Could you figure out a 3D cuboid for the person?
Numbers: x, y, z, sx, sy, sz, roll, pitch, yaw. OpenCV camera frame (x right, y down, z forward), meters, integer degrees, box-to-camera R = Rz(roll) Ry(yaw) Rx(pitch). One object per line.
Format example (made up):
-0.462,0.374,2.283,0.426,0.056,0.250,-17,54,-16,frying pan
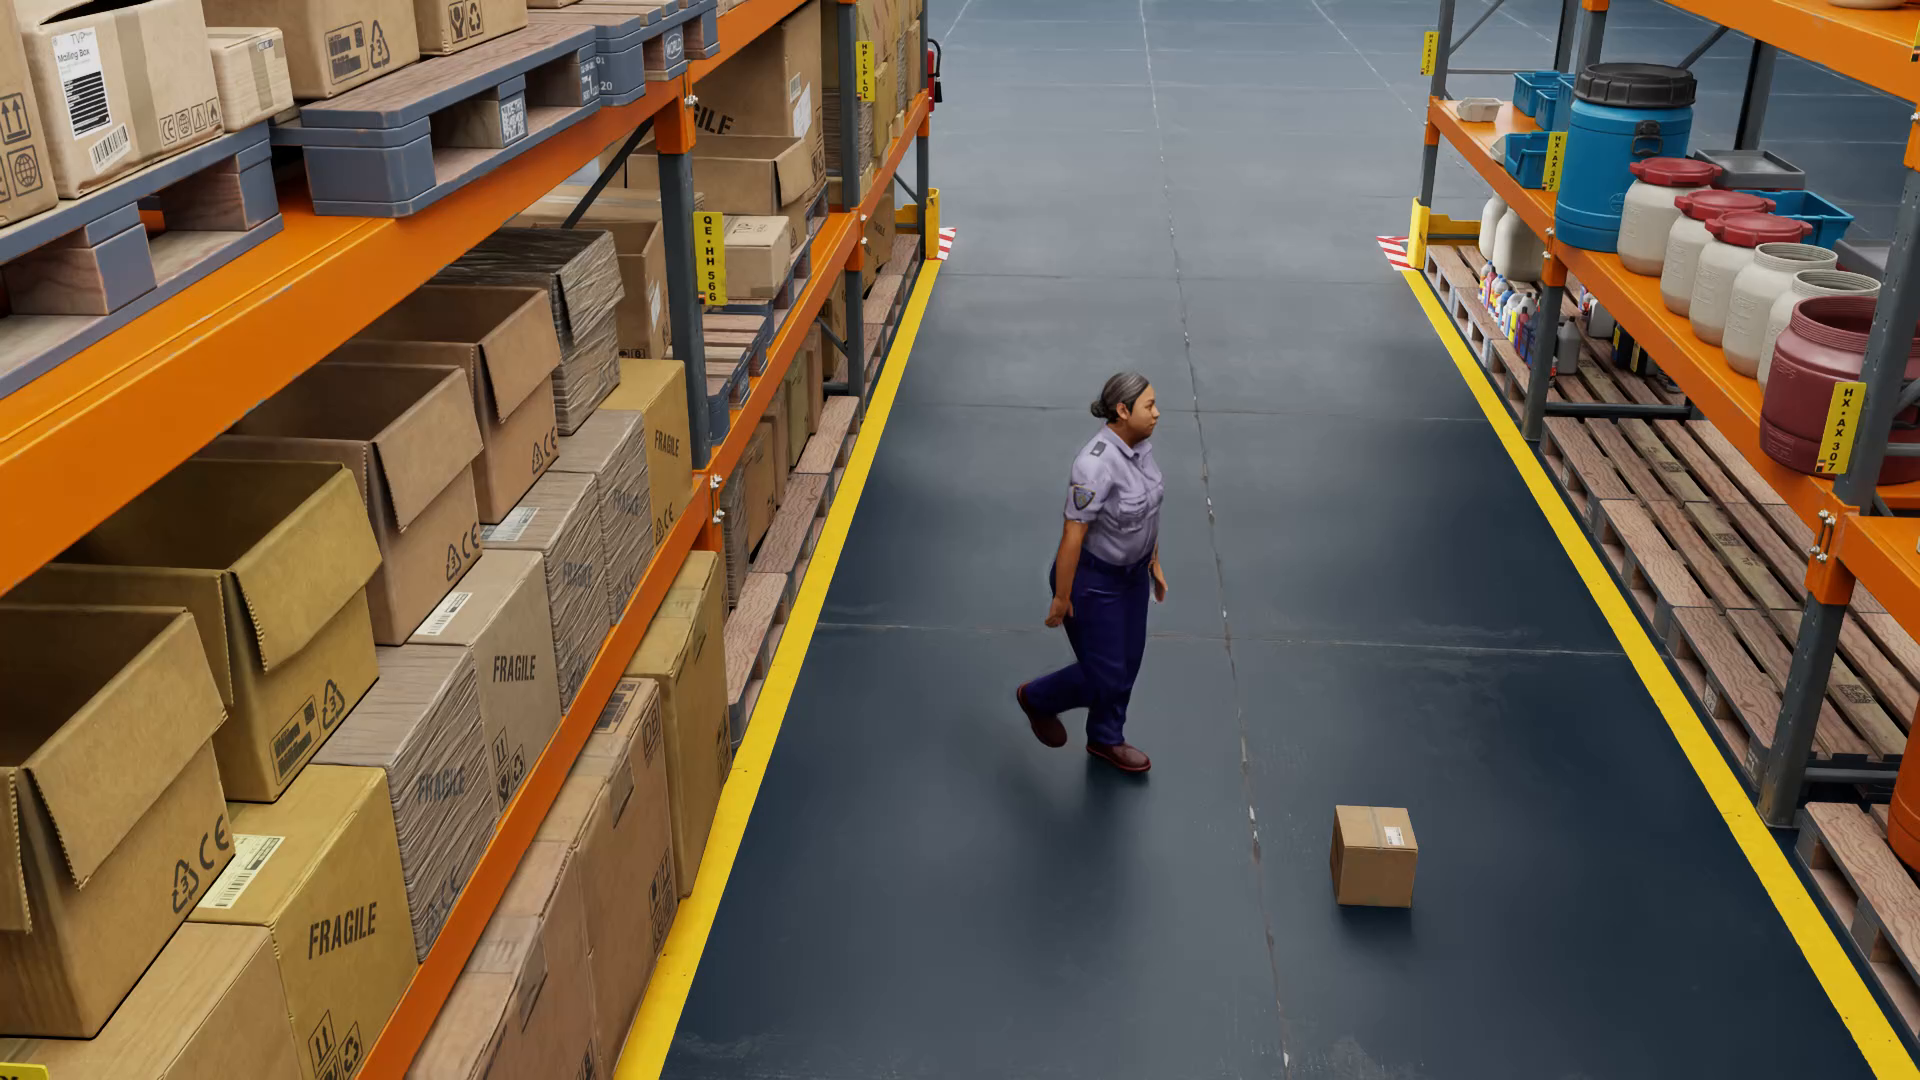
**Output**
0.487,0.144,6.295,0.534,1.611,0.565,17,30,32,person
